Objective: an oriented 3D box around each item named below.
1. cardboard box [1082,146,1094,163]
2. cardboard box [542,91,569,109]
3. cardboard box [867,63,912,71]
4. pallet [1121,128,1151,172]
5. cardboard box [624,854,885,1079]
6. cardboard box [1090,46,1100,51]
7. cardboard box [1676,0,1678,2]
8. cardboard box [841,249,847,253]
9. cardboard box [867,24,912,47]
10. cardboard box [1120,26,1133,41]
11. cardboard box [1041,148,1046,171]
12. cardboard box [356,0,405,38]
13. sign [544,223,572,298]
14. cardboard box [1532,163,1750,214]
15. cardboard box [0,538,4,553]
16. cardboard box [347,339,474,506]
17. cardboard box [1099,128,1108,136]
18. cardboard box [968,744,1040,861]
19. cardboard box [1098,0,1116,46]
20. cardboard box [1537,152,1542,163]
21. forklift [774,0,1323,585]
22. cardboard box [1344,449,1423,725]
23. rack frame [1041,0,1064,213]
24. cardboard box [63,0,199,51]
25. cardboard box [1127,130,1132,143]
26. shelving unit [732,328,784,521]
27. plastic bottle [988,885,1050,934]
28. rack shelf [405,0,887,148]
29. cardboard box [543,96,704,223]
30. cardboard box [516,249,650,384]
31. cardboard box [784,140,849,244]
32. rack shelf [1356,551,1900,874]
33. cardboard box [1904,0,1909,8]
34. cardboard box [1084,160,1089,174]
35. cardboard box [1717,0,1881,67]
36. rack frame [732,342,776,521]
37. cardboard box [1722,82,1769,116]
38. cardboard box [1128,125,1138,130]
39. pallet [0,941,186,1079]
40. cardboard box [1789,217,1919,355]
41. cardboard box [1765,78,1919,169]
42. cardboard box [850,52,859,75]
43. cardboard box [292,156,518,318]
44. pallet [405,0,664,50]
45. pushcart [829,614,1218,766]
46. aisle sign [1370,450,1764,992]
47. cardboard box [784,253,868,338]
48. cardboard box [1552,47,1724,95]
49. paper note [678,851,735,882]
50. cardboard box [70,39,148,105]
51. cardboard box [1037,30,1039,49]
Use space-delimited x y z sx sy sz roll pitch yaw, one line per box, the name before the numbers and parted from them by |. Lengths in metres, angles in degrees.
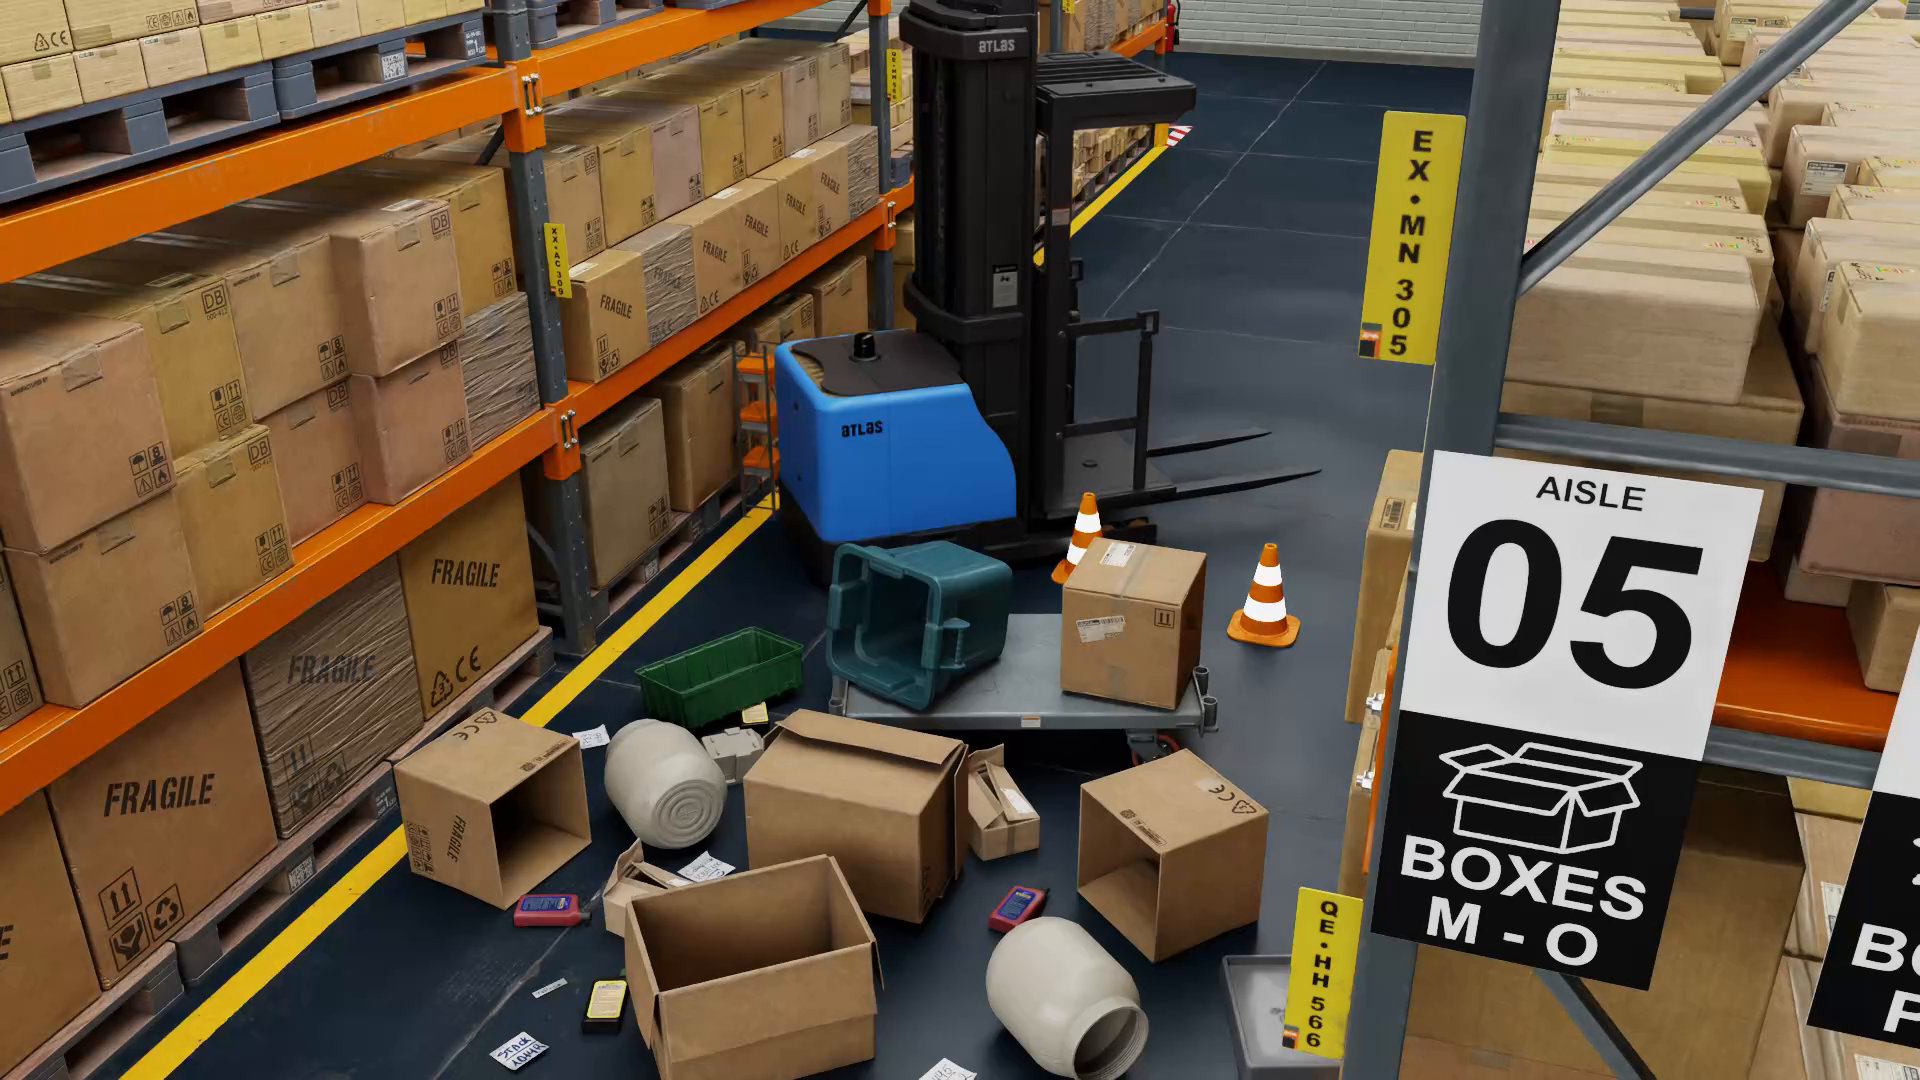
cardboard box | 1.065 -3.741 15.982 0.380 0.149 0.250 10 28 20
cardboard box | -4.448 -3.884 15.785 1.225 0.875 0.875 9 27 18
cardboard box | -0.432 -3.229 11.600 0.380 0.149 0.250 9 27 17
pallet | 1.392 -4.185 17.651 1.003 0.211 1.213 9 27 17
cardboard box | -0.705 1.486 5.603 0.797 0.503 0.637 -9 27 -18
cardboard box | 1.089 -4.551 15.496 0.380 0.149 0.250 9 27 18
cardboard box | 1.957 -1.595 5.033 0.380 0.149 0.250 10 27 19
cardboard box | -0.961 -2.233 11.945 0.500 0.250 0.500 8 27 16
cardboard box | -0.520 -3.977 13.145 0.380 0.149 0.250 9 27 17
cardboard box | 1.513 -5.097 16.624 0.380 0.149 0.250 8 27 15
cardboard box | 0.699 -3.441 15.022 0.380 0.149 0.250 10 28 20
cardboard box | -2.261 -1.933 6.050 0.380 0.149 0.250 9 27 18
sign | -1.749 -1.214 7.231 0.100 0.325 0.005 9 27 17
cardboard box | 1.121 -0.534 2.842 0.380 0.149 0.250 8 27 17
cardboard box | -3.348 -0.164 4.736 0.875 0.550 0.550 9 27 17
cardboard box | -2.546 -0.553 6.778 0.875 0.550 0.550 9 27 17
cardboard box | 1.244 -4.080 16.341 0.380 0.149 0.250 9 27 18
cardboard box | 0.134 1.062 6.752 0.258 0.266 0.396 -9 27 -18
cardboard box | 1.151 -4.908 15.489 0.500 0.500 0.500 8 27 16
cardboard box | 1.351 -0.634 3.507 0.500 0.250 0.500 10 27 19
forklift | 0.555 -1.440 8.861 3.031 2.935 1.130 -9 27 -17
cardboard box | 1.310 0.150 3.895 0.700 0.500 0.500 8 27 17
rack frame | 0.389 -4.156 14.391 1.000 3.000 0.127 9 27 17
cardboard box | -2.698 -1.658 5.025 0.500 0.250 0.500 9 27 17
cardboard box | 1.583 -4.243 17.360 0.380 0.149 0.250 9 27 17
shelving unit | -1.111 -0.644 9.375 0.215 1.050 0.252 7 27 15
plastic bottle | 0.231 1.389 6.311 0.133 0.061 0.283 14 29 26
rack shelf | -1.607 -2.717 8.802 1.077 0.370 4.000 9 27 17
cardboard box | -1.775 -1.988 8.651 0.700 0.500 0.500 9 27 18
cardboard box | -1.844 -1.090 7.945 0.500 0.500 0.500 9 27 18
cardboard box | -1.006 -2.128 10.089 0.500 0.500 0.500 9 27 17
rack shelf | 1.763 -0.396 4.010 1.077 0.370 4.000 9 27 17
cardboard box | 3.001 -1.846 5.868 0.500 0.250 0.500 8 27 16
cardboard box | 1.030 -3.611 16.056 0.380 0.149 0.250 8 27 15
cardboard box | 2.344 -1.414 4.660 0.380 0.149 0.250 9 27 19
rack frame | -1.146 -0.593 9.270 0.200 1.050 0.008 7 27 15
cardboard box | 2.185 -0.973 4.206 0.500 0.250 0.500 8 27 17
cardboard box | 1.643 -4.367 17.276 0.380 0.149 0.250 8 27 15
pallet | -3.411 1.691 5.516 1.003 0.211 1.213 9 27 17
cardboard box | 1.477 -0.366 2.496 0.380 0.149 0.250 9 27 17
cardboard box | 1.944 -0.881 3.560 0.380 0.149 0.250 9 27 19
cardboard box | -0.953 -3.445 12.046 0.380 0.149 0.250 10 27 19
cardboard box | -2.428 -1.275 7.031 0.875 0.550 0.550 9 27 17
pallet | -2.014 -2.516 7.782 0.805 0.209 1.217 8 27 15
pushcart | 0.262 0.678 7.416 1.648 0.377 0.936 0 26 -1
aisle sign | 0.804 0.265 2.277 0.394 0.787 0.004 9 27 17
cardboard box | -1.229 -1.451 10.905 1.050 0.750 0.750 8 27 17
cardboard box | 1.577 -1.055 3.918 0.380 0.149 0.250 9 27 18
paper note | -0.999 1.295 6.549 0.172 0.023 0.155 20 32 35
cardboard box | -2.683 -1.413 4.977 0.380 0.149 0.250 9 27 18
cardboard box | 0.443 -4.174 13.893 0.380 0.149 0.250 10 27 19
